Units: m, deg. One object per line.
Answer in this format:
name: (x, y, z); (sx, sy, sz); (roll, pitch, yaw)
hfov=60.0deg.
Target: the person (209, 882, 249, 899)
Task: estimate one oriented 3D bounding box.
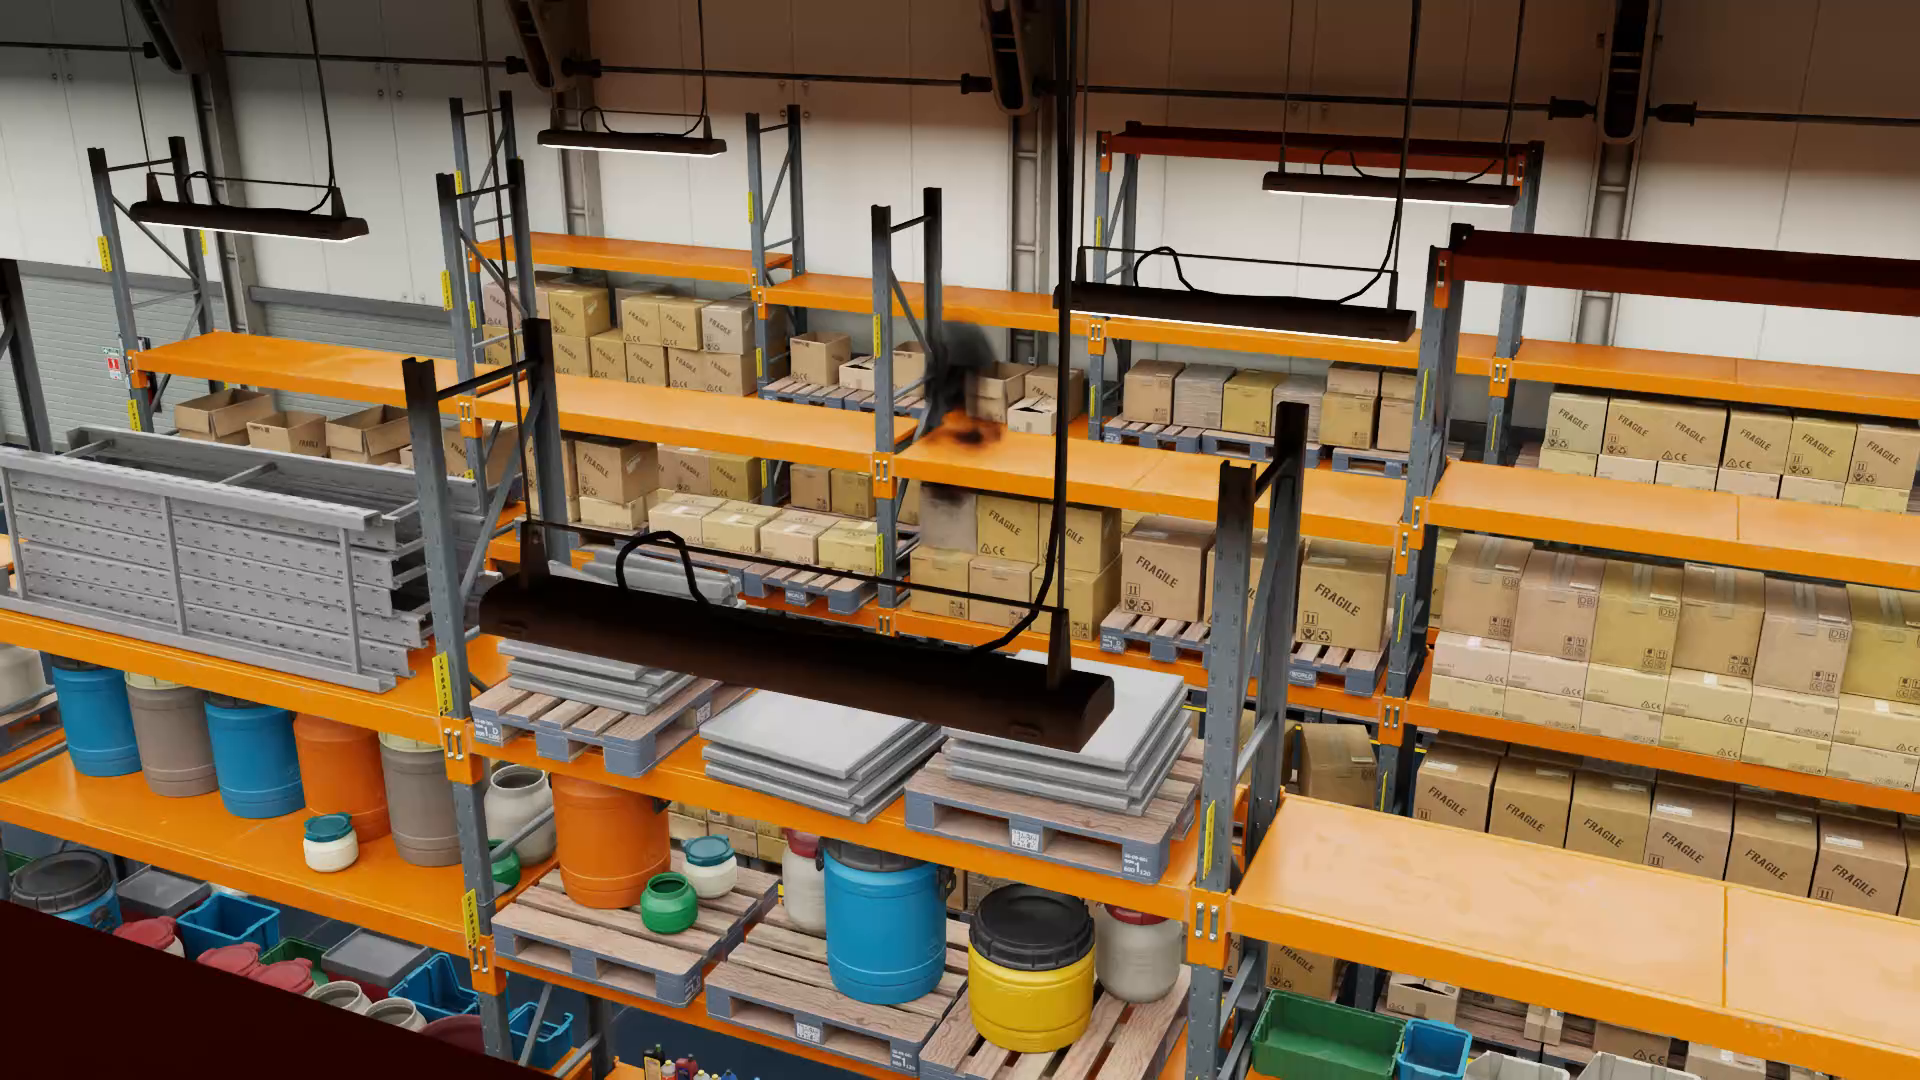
person: (-5.746, 2.829, 13.079); (0.963, 1.511, 0.626); (11, 23, 27)
